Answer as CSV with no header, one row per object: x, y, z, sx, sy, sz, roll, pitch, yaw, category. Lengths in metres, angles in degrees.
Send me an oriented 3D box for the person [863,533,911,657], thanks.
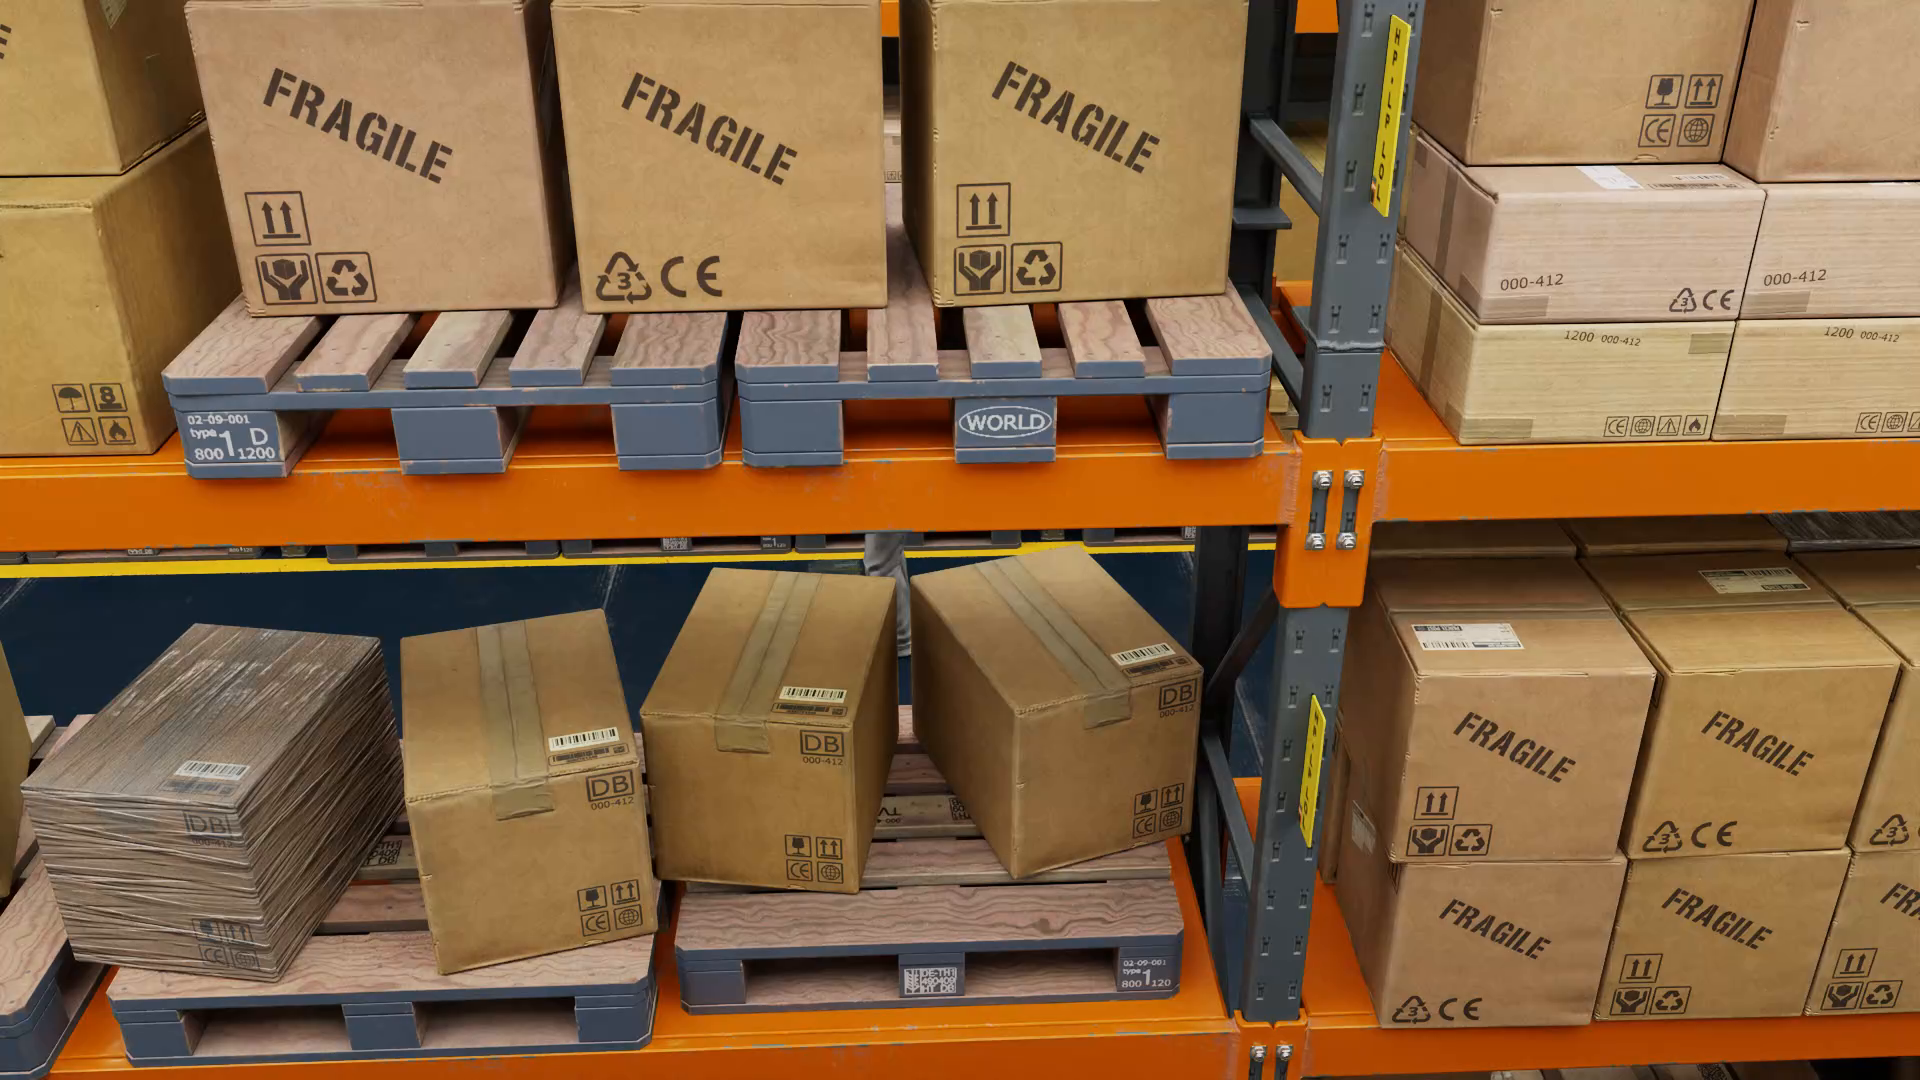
-0.348,-0.243,7.584,0.353,1.673,0.490,-1,28,-3,person
